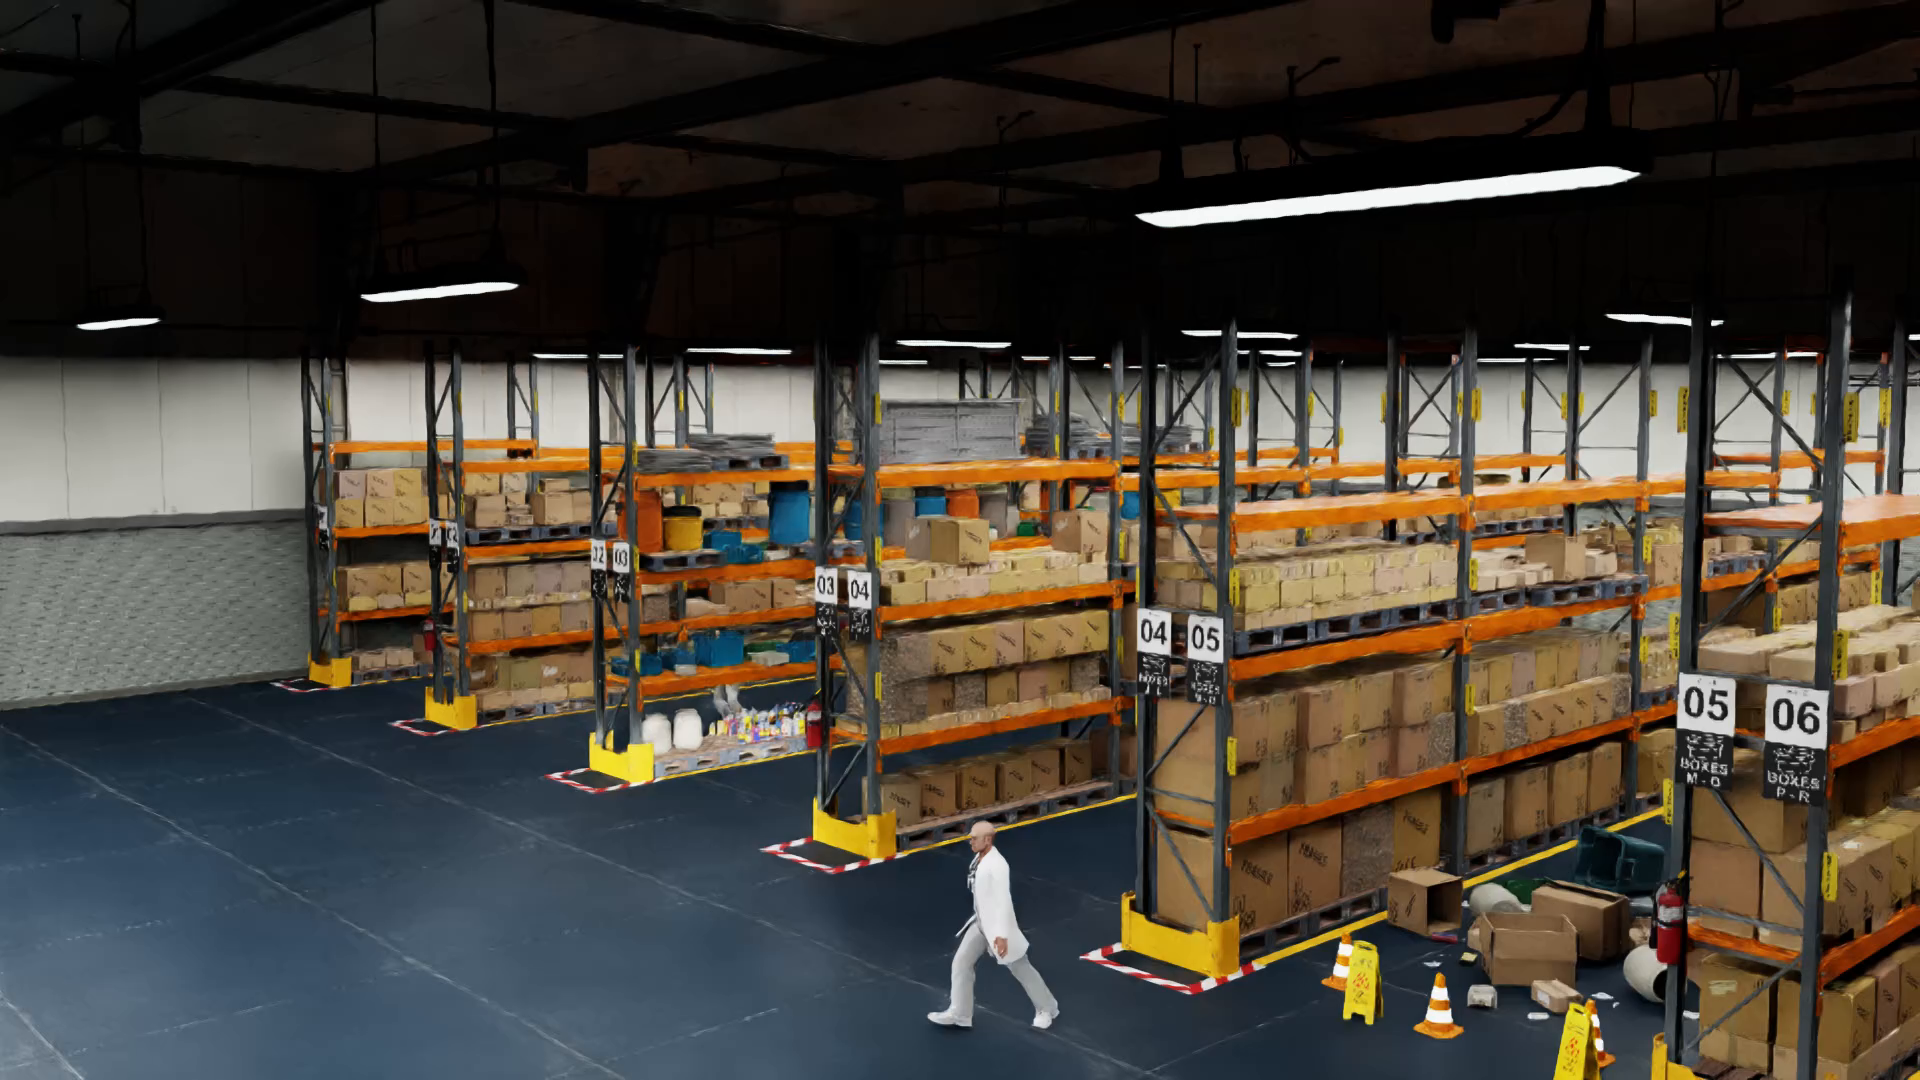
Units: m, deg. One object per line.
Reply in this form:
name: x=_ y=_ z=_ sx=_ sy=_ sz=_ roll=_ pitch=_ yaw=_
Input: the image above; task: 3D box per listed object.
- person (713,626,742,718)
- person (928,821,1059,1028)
person: x=-3.555 y=2.118 z=25.548 sx=0.507 sy=1.619 sz=0.580 roll=-5 pitch=7 yaw=-44
person: x=0.300 y=3.122 z=13.501 sx=1.045 sy=1.722 sz=0.636 roll=-2 pitch=5 yaw=-22
